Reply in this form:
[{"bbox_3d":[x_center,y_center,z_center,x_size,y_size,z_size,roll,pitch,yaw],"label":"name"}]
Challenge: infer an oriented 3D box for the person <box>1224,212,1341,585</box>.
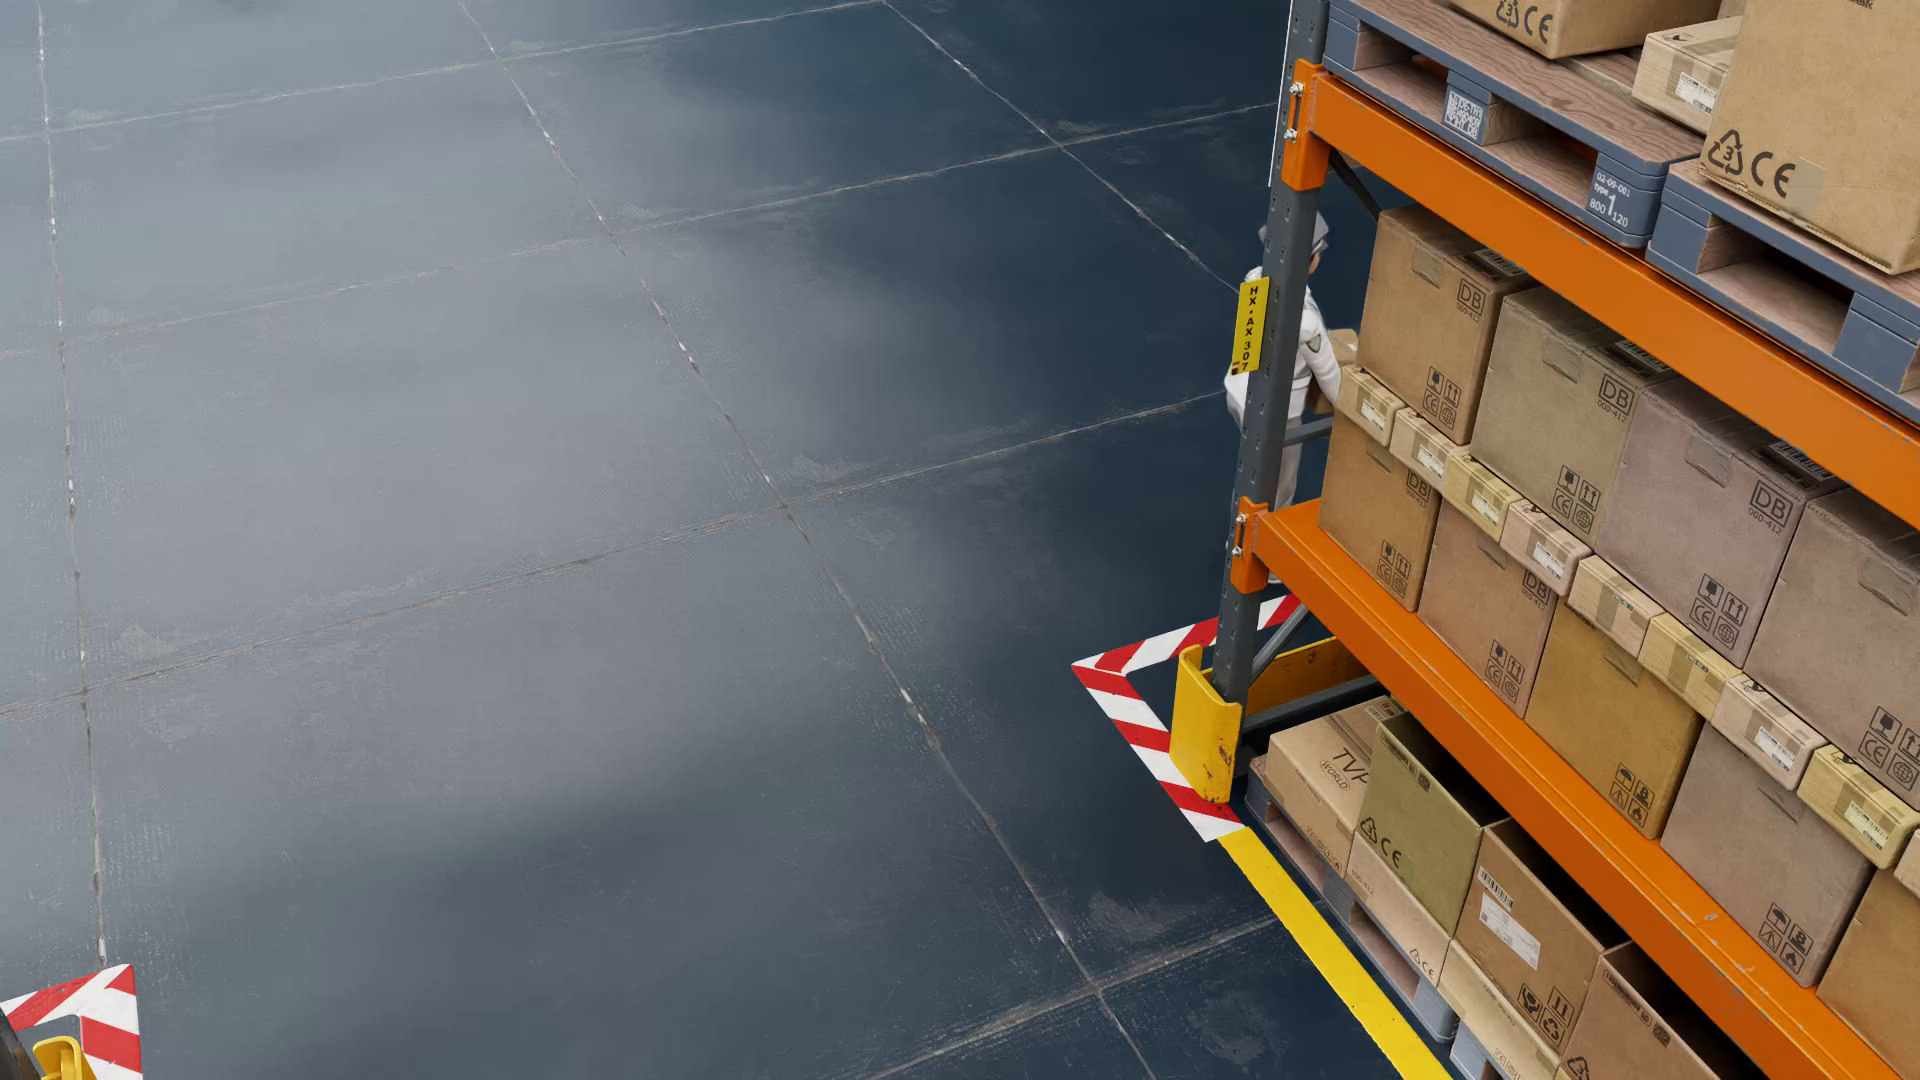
[{"bbox_3d":[1.360,-0.583,6.903,0.529,1.682,0.416,-12,39,-15],"label":"person"}]
